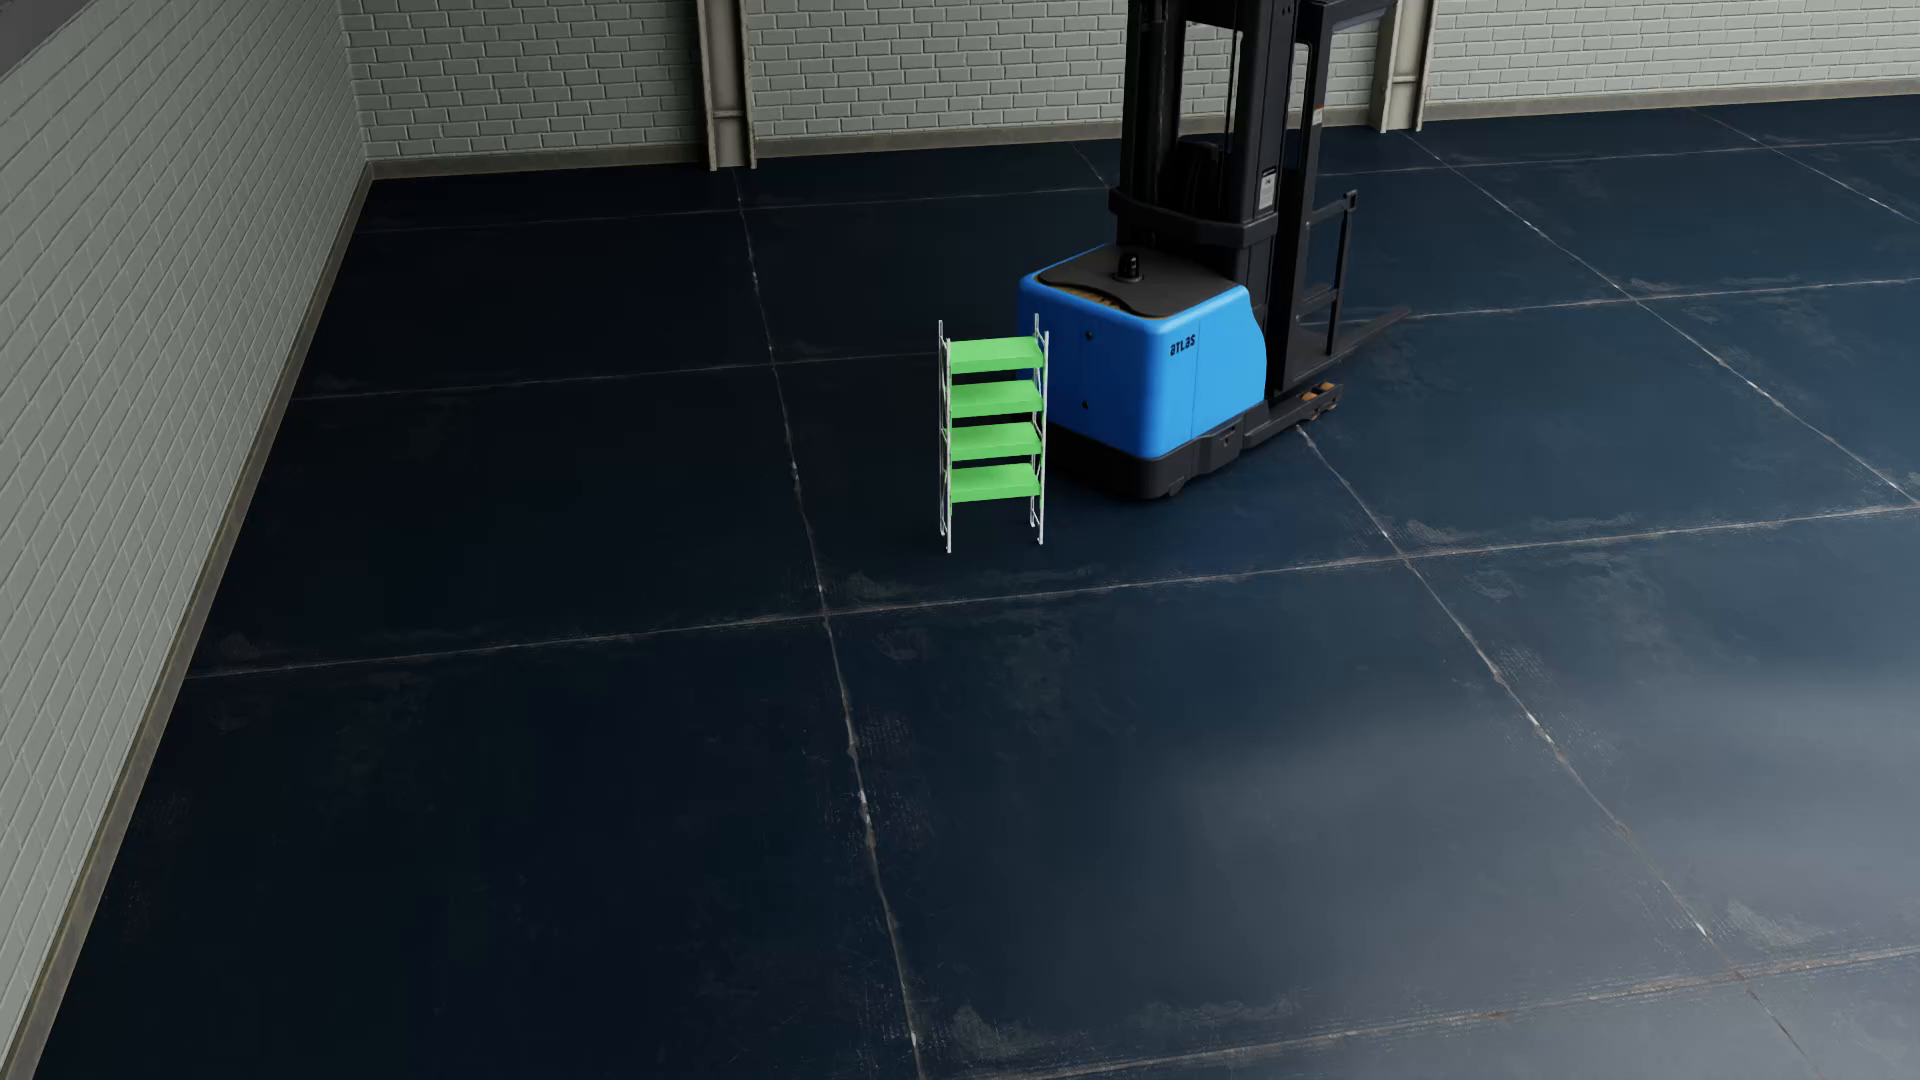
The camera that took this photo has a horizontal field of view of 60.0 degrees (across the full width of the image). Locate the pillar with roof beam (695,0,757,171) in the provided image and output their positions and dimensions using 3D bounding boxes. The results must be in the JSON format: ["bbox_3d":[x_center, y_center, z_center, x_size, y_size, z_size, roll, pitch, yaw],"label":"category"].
[{"bbox_3d":[-1.173,-4.948,8.286,0.400,9.000,9.100,-5,31,-9],"label":"pillar with roof beam"}]

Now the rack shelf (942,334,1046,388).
[{"bbox_3d":[0.163,-0.891,8.261,0.480,0.148,0.258,-5,31,-9],"label":"rack shelf"}]

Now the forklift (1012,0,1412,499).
[{"bbox_3d":[1.674,-2.139,9.496,1.130,2.935,3.031,26,39,36],"label":"forklift"}]

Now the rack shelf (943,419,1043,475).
[{"bbox_3d":[0.163,-0.477,8.504,0.480,0.148,0.258,-5,31,-9],"label":"rack shelf"}]

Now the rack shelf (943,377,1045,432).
[{"bbox_3d":[0.163,-0.684,8.382,0.480,0.148,0.258,-5,31,-9],"label":"rack shelf"}]

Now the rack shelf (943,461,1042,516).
[{"bbox_3d":[0.163,-0.270,8.626,0.480,0.148,0.258,-5,31,-9],"label":"rack shelf"}]

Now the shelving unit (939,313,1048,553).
[{"bbox_3d":[0.163,-0.532,8.472,0.503,1.200,0.258,-5,31,-9],"label":"shelving unit"}]

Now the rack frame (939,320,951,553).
[{"bbox_3d":[-0.077,-0.510,8.434,0.015,1.200,0.240,-5,31,-9],"label":"rack frame"}]

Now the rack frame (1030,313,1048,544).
[{"bbox_3d":[0.403,-0.555,8.509,0.015,1.200,0.240,-5,31,-9],"label":"rack frame"}]

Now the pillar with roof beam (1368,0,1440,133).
[{"bbox_3d":[4.729,-5.495,9.218,0.400,9.000,9.100,-5,31,-9],"label":"pillar with roof beam"}]
